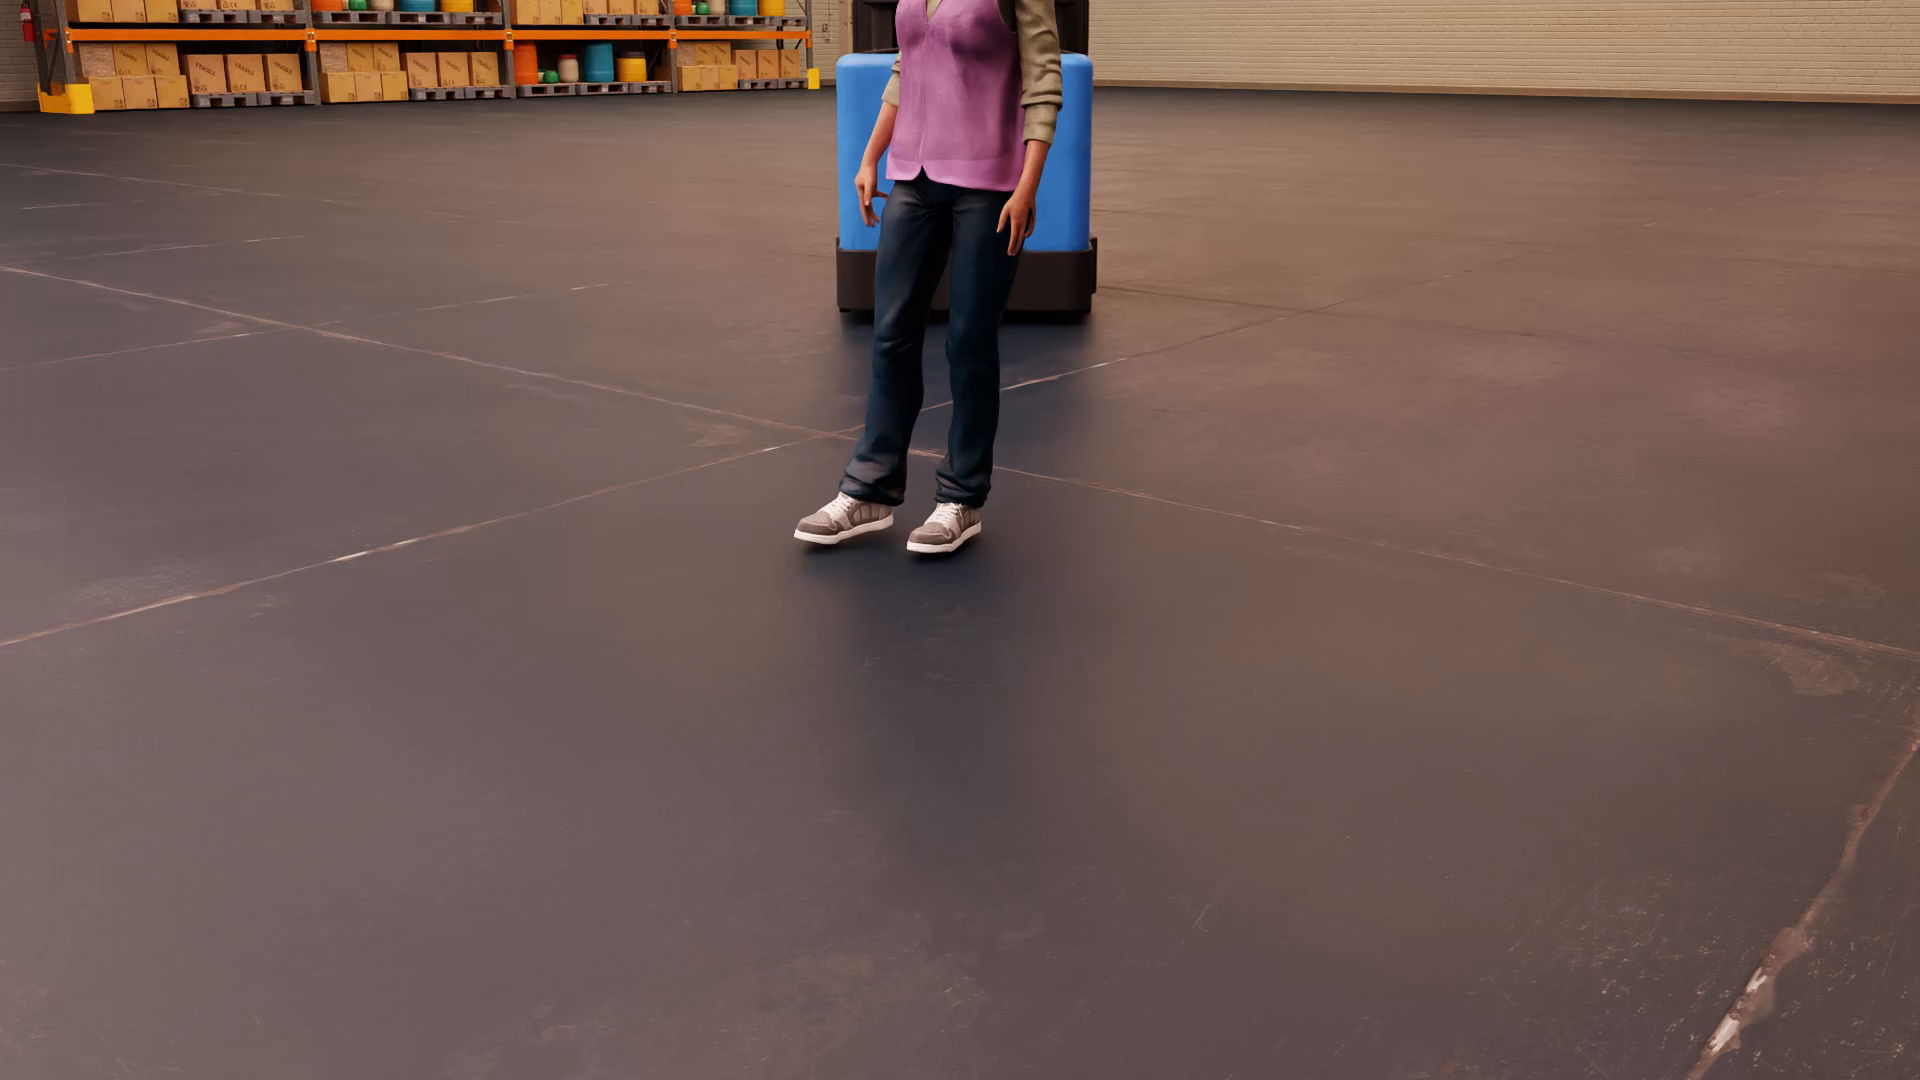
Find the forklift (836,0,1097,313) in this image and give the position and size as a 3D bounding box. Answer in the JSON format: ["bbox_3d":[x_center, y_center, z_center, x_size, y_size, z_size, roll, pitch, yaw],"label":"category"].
[{"bbox_3d":[0.055,-2.709,7.819,1.130,2.935,3.031,0,17,1],"label":"forklift"}]

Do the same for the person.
[{"bbox_3d":[-0.058,-0.757,3.661,0.520,1.599,0.473,13,21,37],"label":"person"}]
